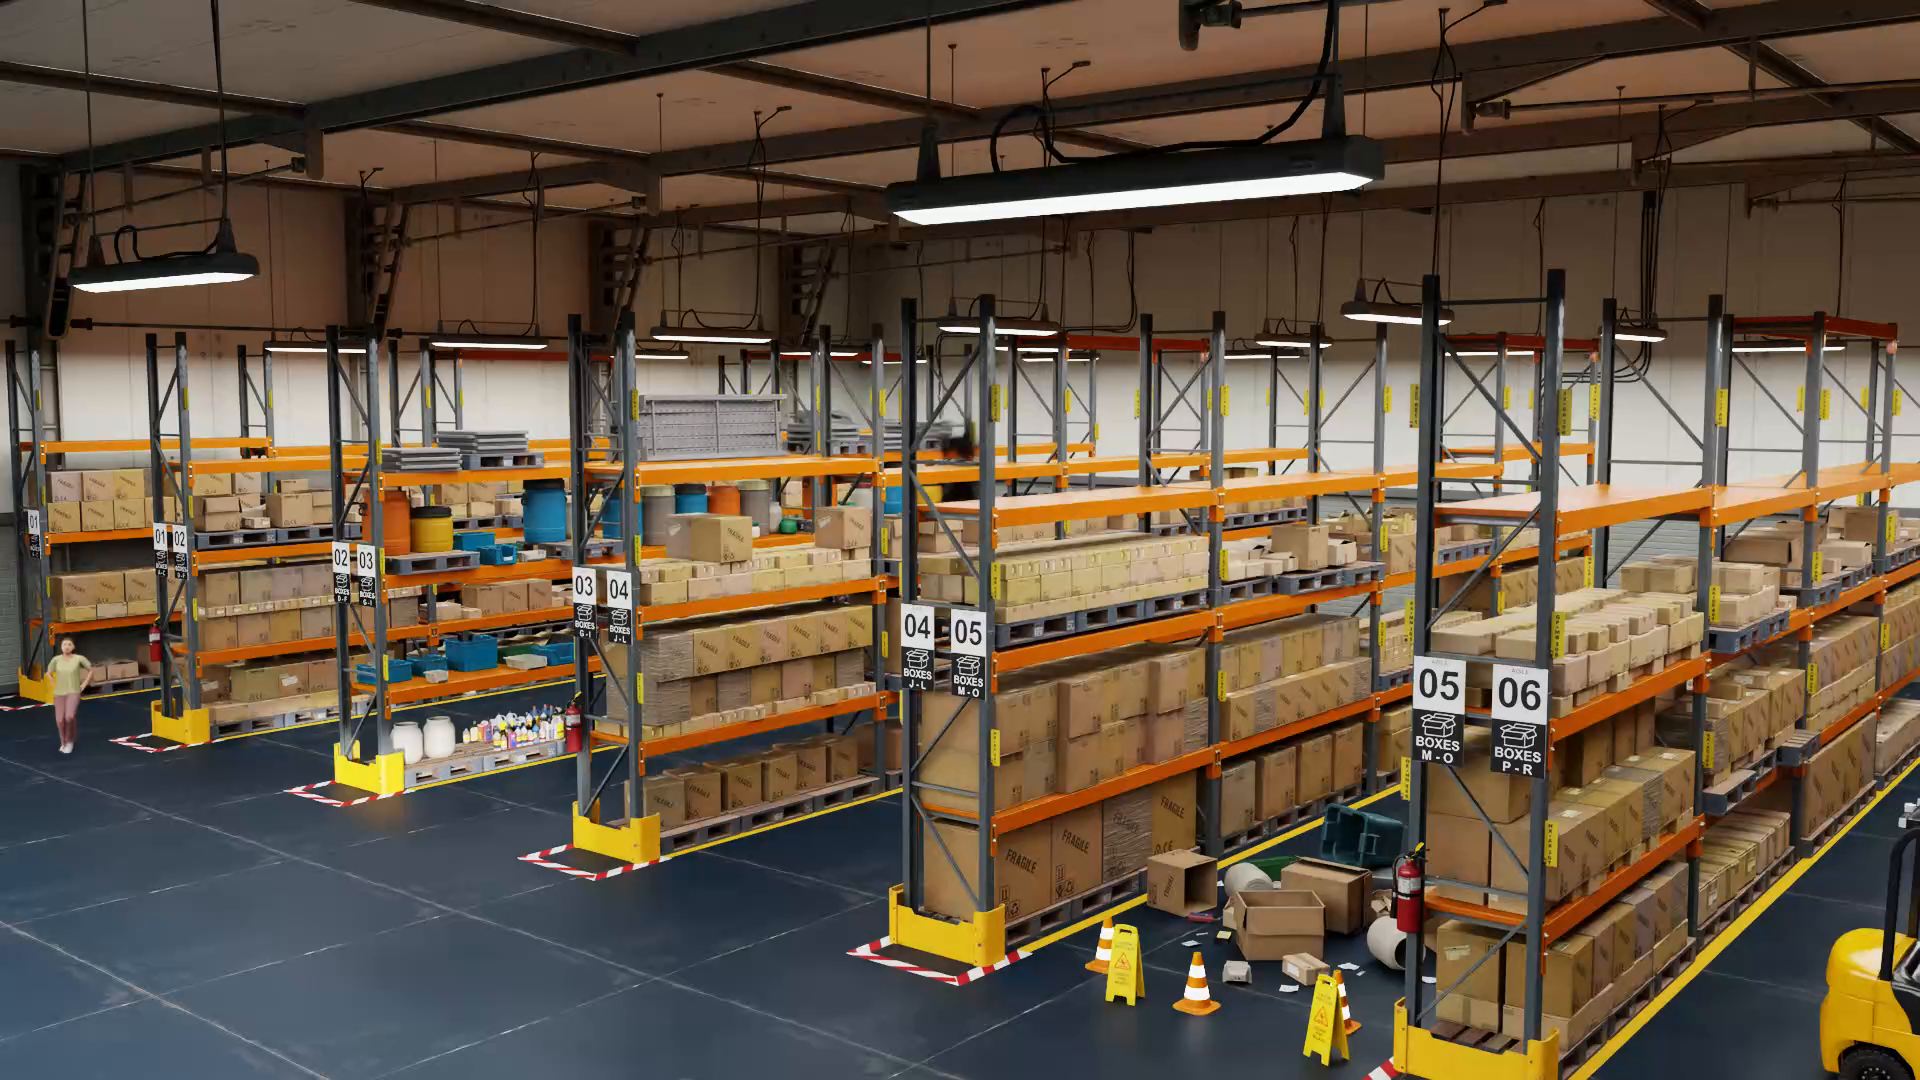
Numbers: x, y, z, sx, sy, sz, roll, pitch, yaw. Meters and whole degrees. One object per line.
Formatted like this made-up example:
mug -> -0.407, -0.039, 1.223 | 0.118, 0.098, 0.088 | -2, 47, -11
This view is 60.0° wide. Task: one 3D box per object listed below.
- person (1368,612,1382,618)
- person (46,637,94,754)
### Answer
person -> 6.537, 1.952, 26.325 | 0.623, 1.665, 0.877 | 4, 7, 39
person -> -12.689, 2.209, 23.652 | 0.592, 1.656, 0.567 | -1, 5, -12
